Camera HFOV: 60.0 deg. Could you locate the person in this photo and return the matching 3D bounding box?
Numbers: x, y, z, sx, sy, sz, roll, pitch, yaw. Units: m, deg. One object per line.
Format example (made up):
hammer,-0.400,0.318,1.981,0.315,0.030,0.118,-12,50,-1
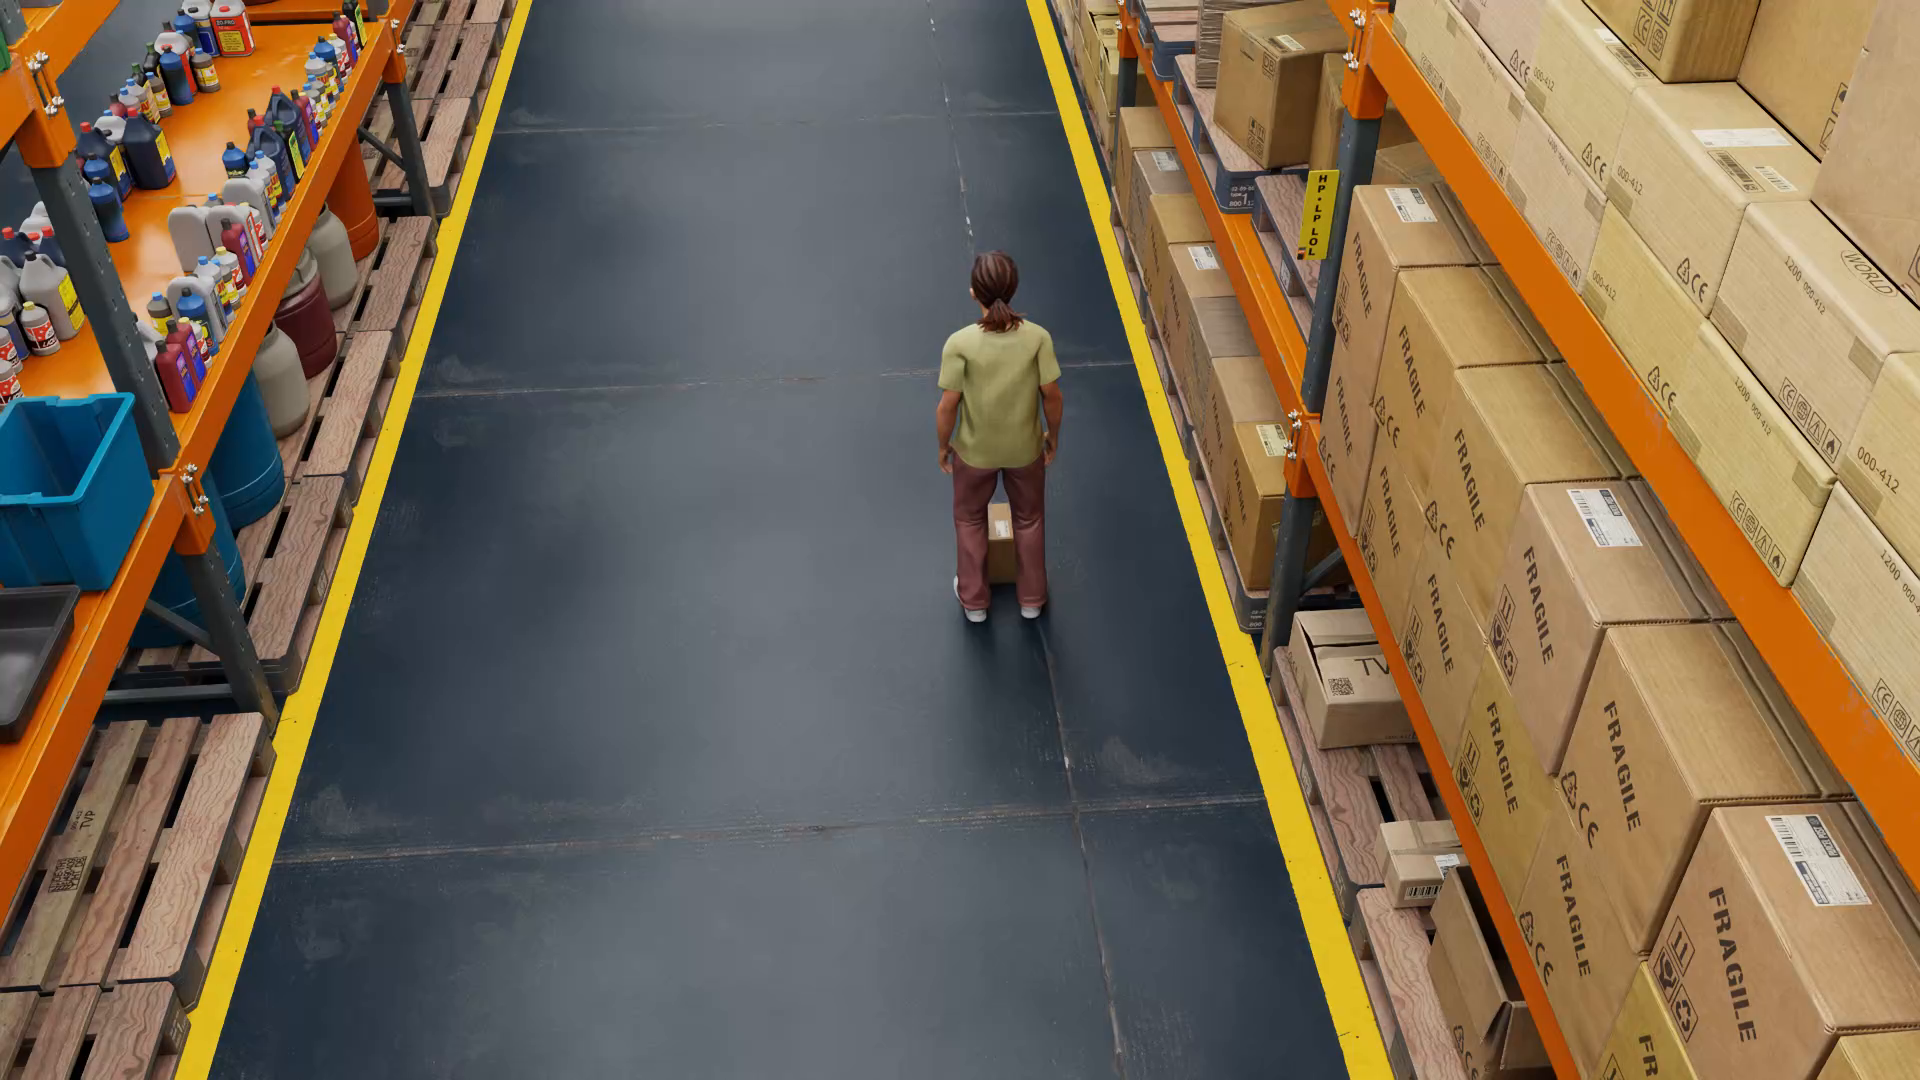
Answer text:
person,0.150,-0.375,6.615,0.501,1.672,0.363,-4,39,-5
